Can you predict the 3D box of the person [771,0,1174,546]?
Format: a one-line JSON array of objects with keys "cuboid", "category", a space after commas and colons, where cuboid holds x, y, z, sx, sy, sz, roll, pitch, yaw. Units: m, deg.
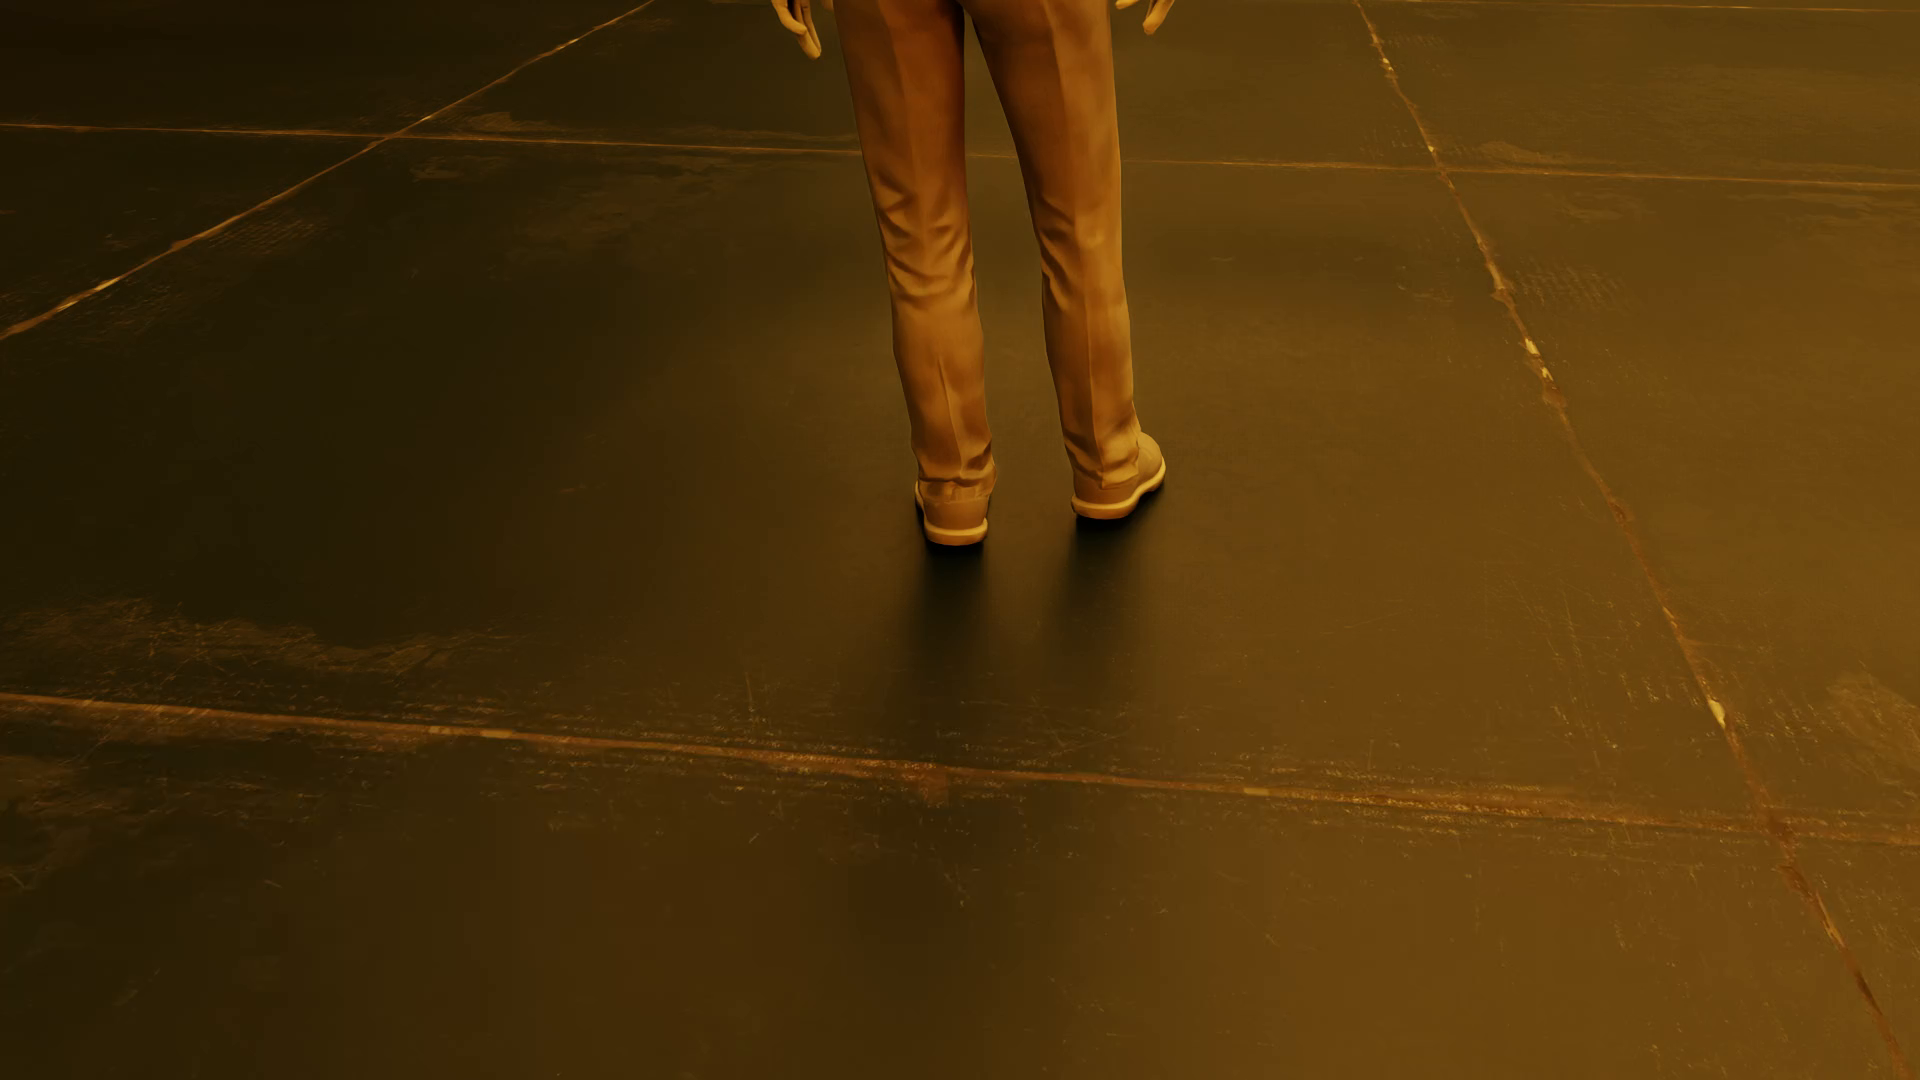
[{"cuboid": [0.016, -0.795, 2.179, 0.587, 1.694, 0.530, 3, 27, 7], "category": "person"}]
